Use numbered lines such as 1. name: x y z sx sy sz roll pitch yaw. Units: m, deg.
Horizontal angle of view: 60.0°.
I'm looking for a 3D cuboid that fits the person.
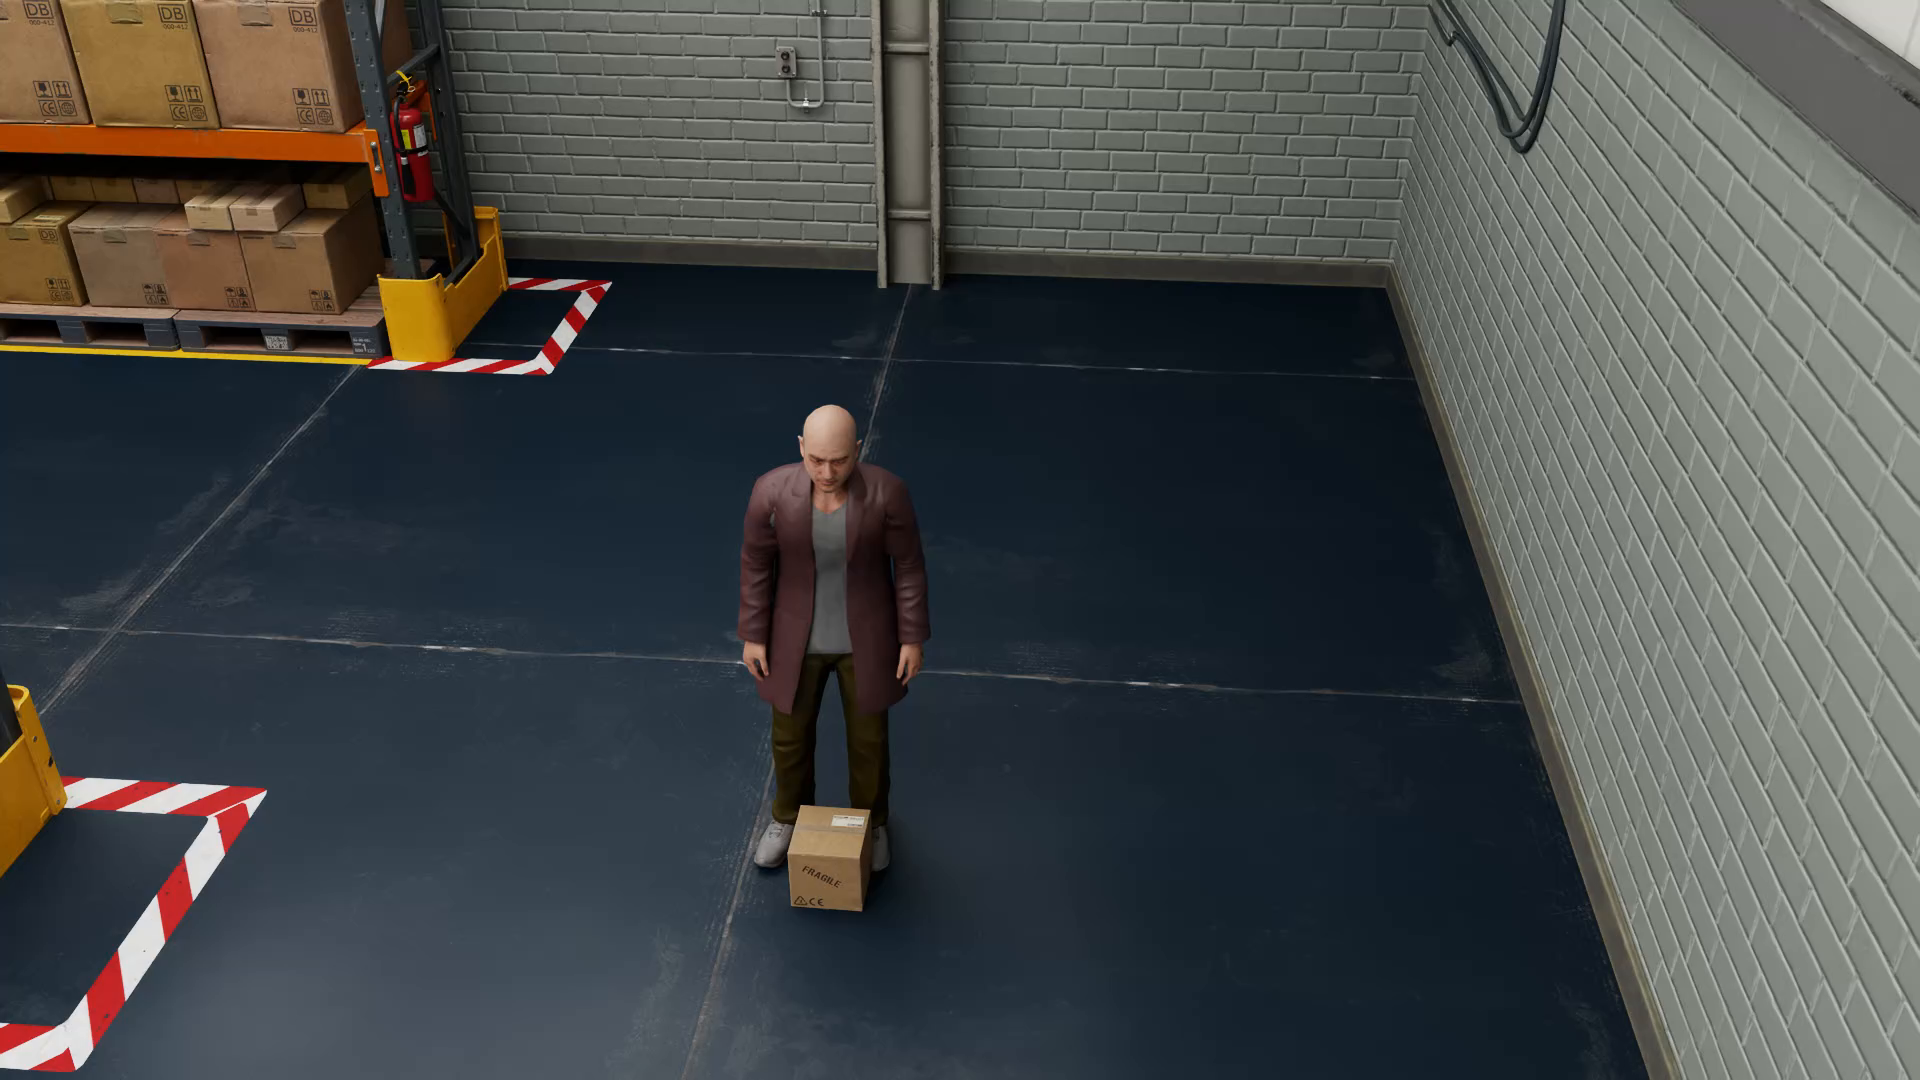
1. person: -0.423 0.332 5.609 0.653 1.774 0.422 1 32 1
